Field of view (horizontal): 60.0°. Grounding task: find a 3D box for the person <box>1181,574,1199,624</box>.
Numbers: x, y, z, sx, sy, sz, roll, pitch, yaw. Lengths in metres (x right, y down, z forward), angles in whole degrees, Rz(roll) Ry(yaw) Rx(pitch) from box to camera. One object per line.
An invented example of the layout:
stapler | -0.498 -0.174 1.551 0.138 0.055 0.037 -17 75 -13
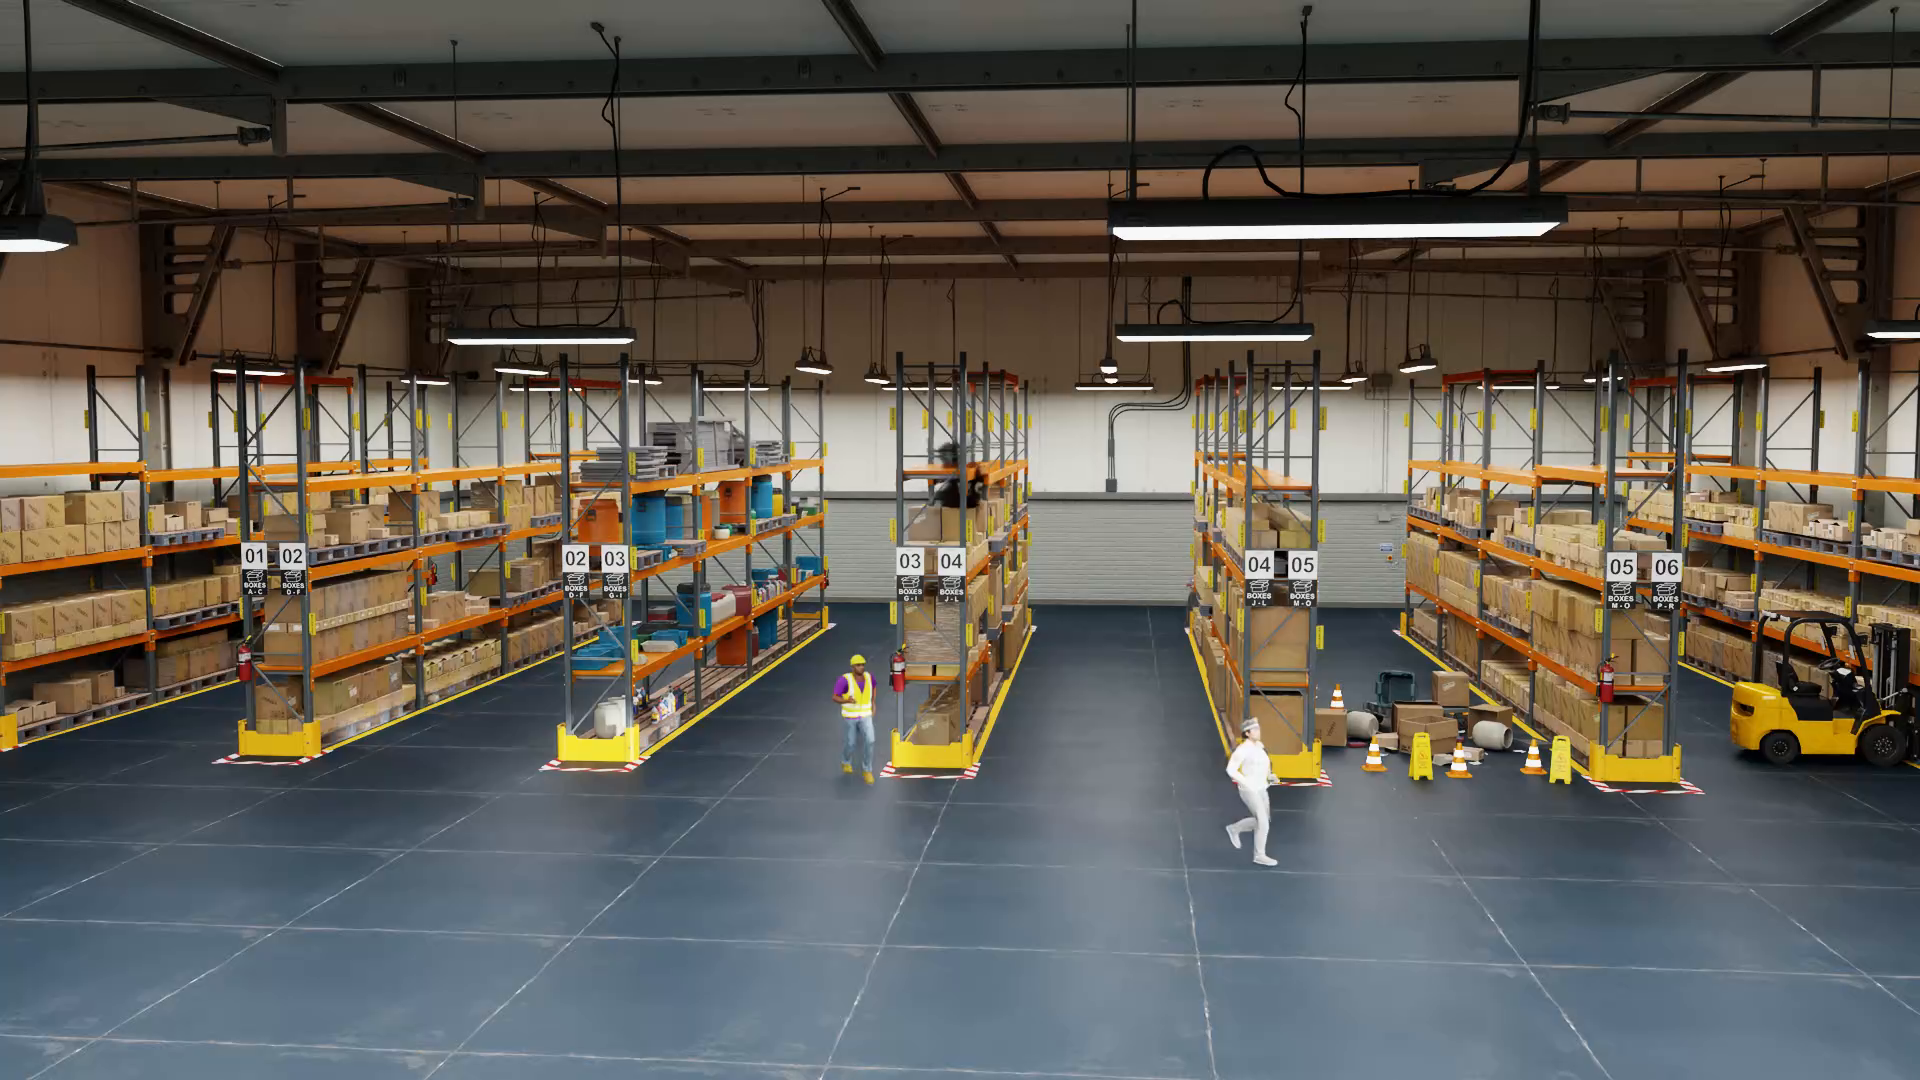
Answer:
person | 5.729 1.305 40.844 0.712 1.630 0.715 1 4 19

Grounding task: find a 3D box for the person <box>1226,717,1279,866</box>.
person | 3.302 2.830 18.890 0.699 1.653 0.621 4 6 43

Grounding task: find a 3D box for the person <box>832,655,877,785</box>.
person | -1.452 2.481 23.250 0.719 1.793 0.830 -2 4 -21
